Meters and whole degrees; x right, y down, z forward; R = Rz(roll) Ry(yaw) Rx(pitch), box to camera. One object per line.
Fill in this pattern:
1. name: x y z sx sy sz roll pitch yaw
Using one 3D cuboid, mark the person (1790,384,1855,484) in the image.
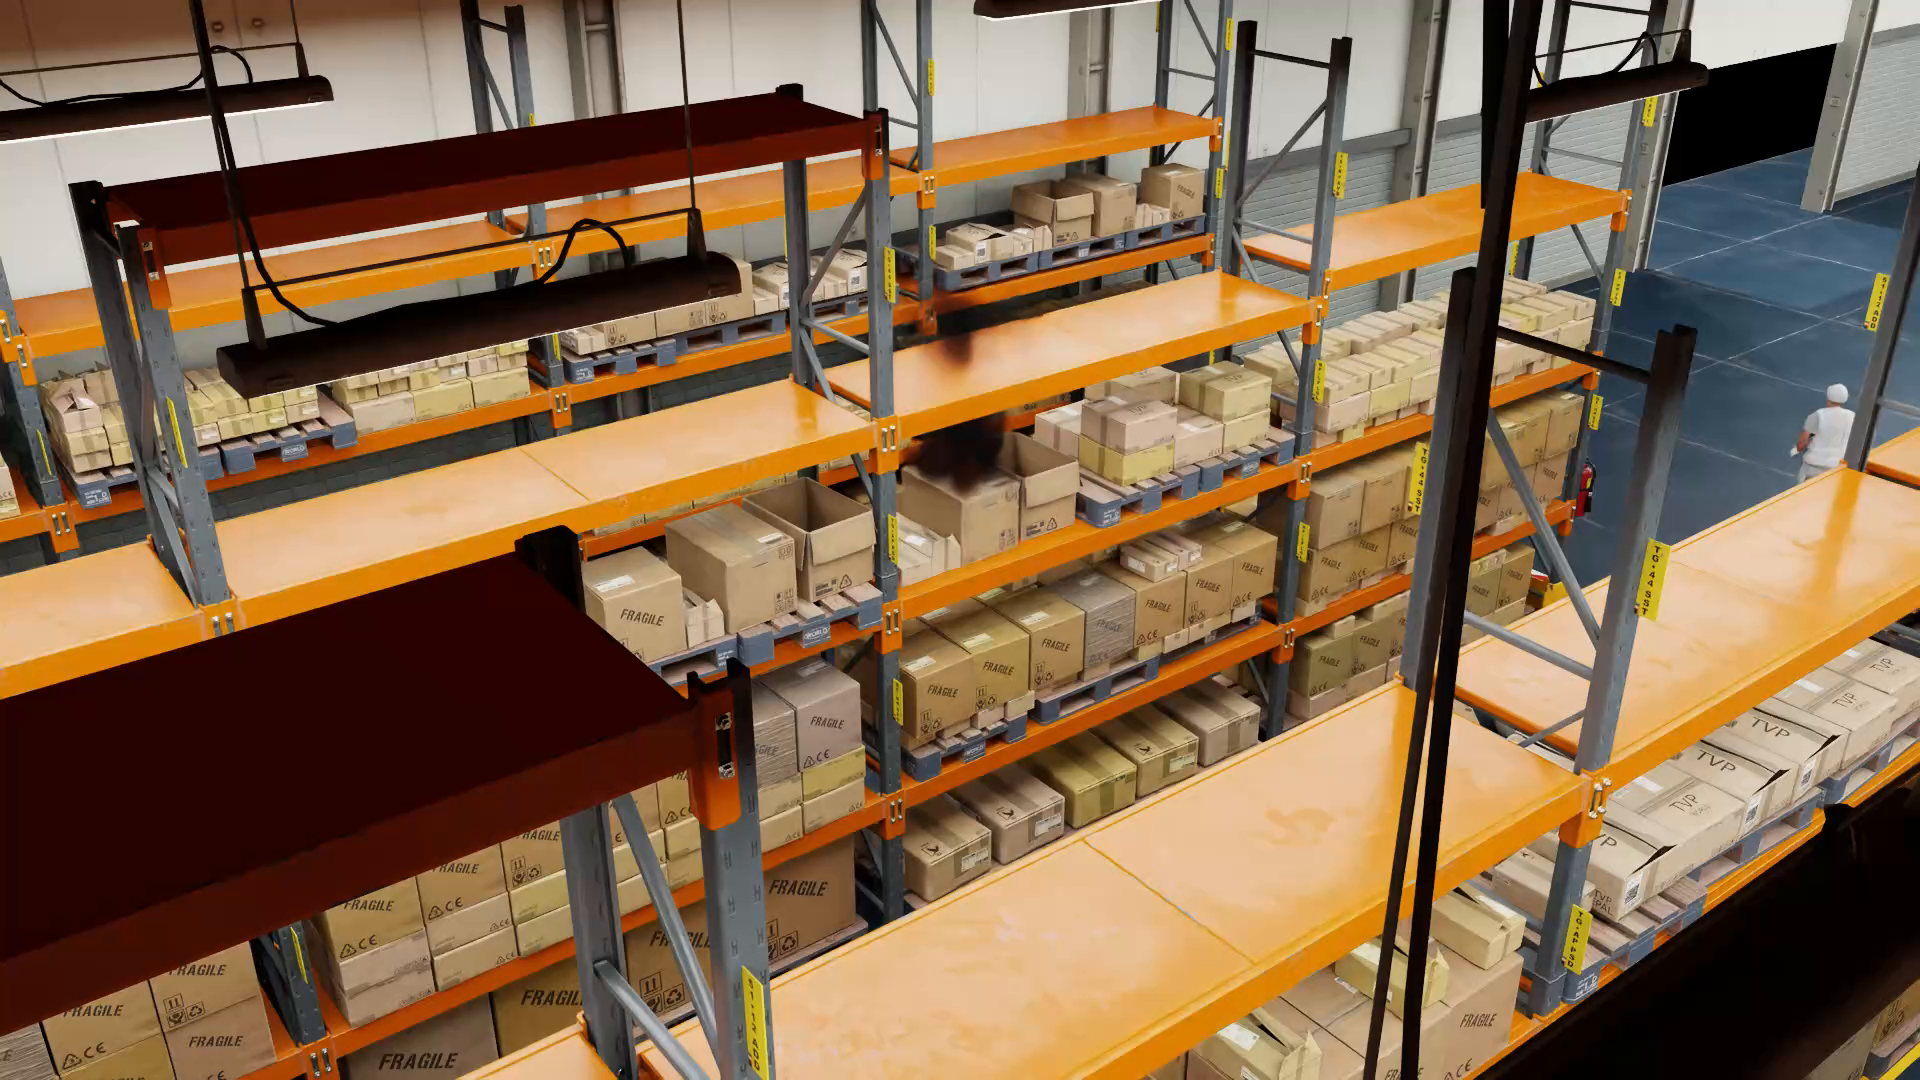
1. person: 9.249 -0.781 17.749 0.660 1.736 0.774 5 27 10
